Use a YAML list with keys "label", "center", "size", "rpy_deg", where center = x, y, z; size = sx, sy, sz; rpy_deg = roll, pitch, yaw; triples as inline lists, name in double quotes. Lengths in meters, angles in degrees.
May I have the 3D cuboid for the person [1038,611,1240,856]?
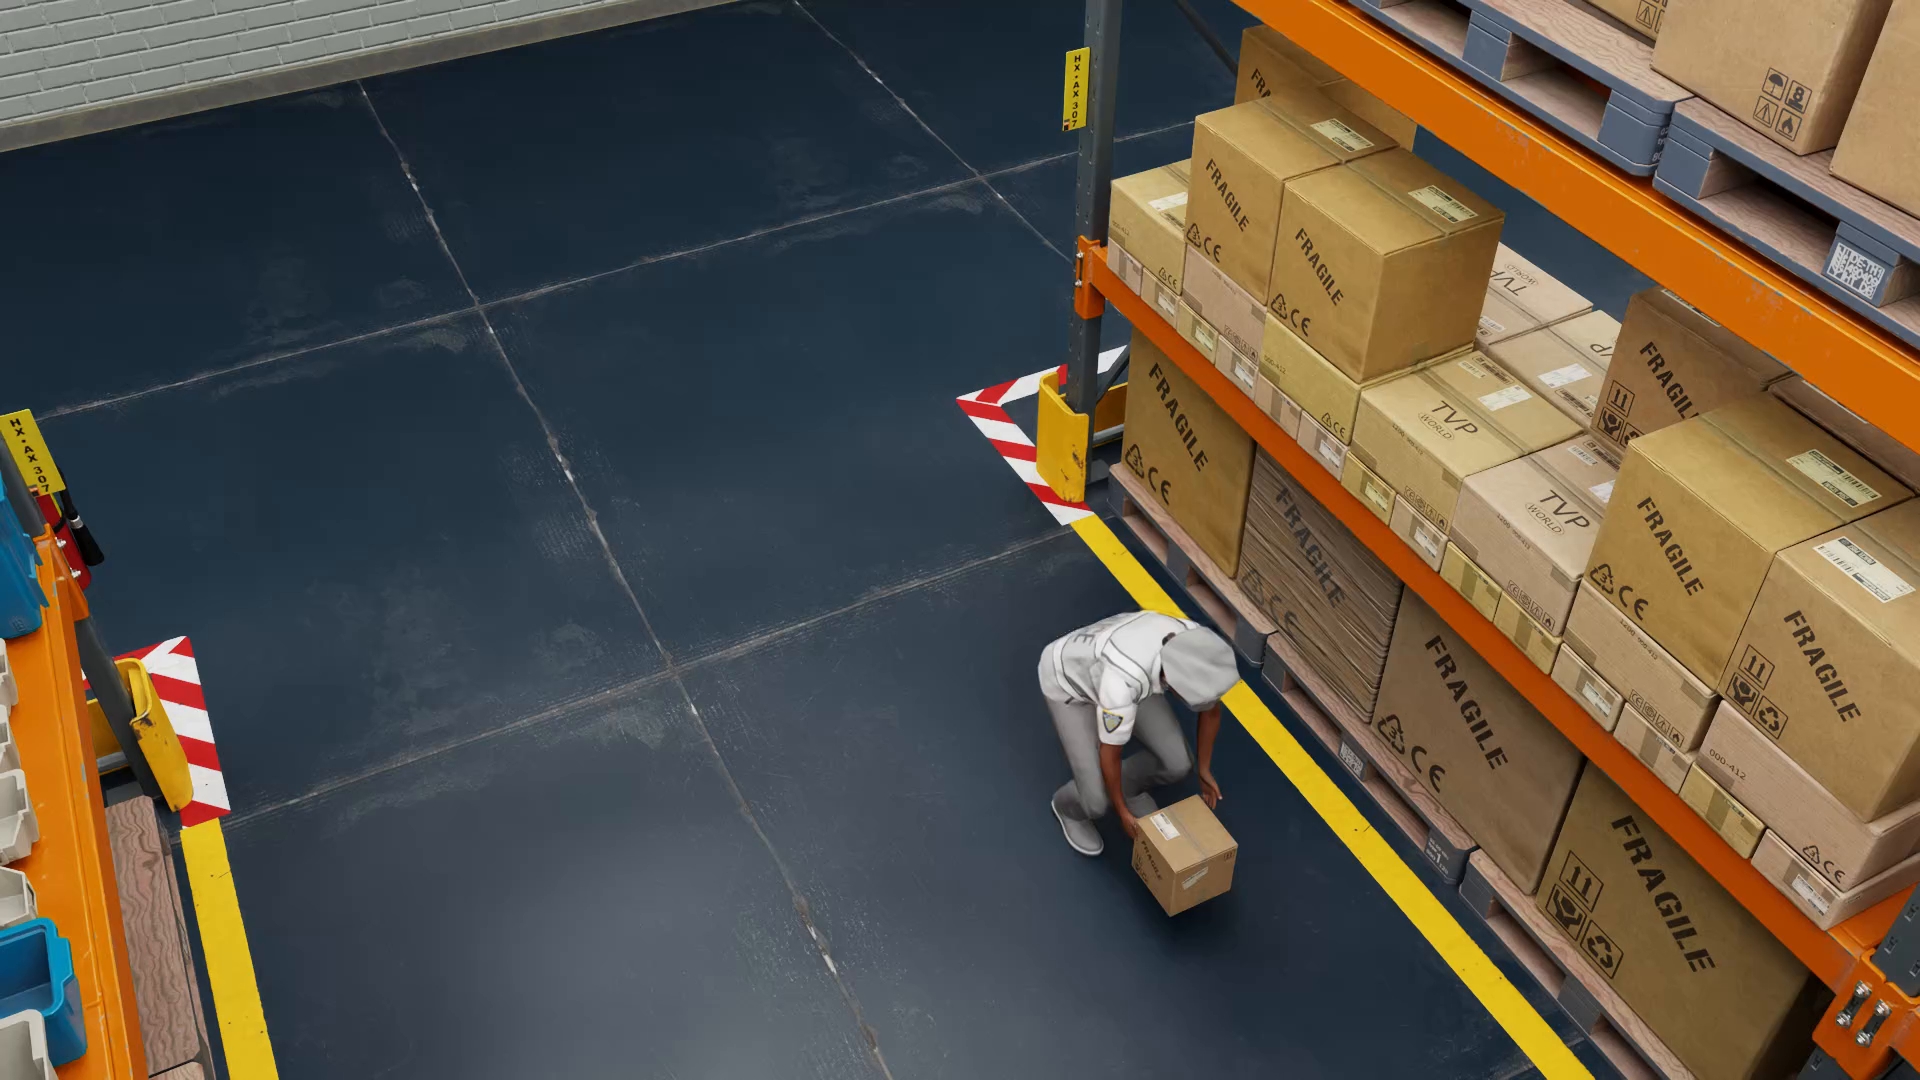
- label: "person"
  center: [0.617, 0.636, 5.798]
  size: [0.500, 1.195, 0.797]
  rpy_deg: [-19, 45, -20]
